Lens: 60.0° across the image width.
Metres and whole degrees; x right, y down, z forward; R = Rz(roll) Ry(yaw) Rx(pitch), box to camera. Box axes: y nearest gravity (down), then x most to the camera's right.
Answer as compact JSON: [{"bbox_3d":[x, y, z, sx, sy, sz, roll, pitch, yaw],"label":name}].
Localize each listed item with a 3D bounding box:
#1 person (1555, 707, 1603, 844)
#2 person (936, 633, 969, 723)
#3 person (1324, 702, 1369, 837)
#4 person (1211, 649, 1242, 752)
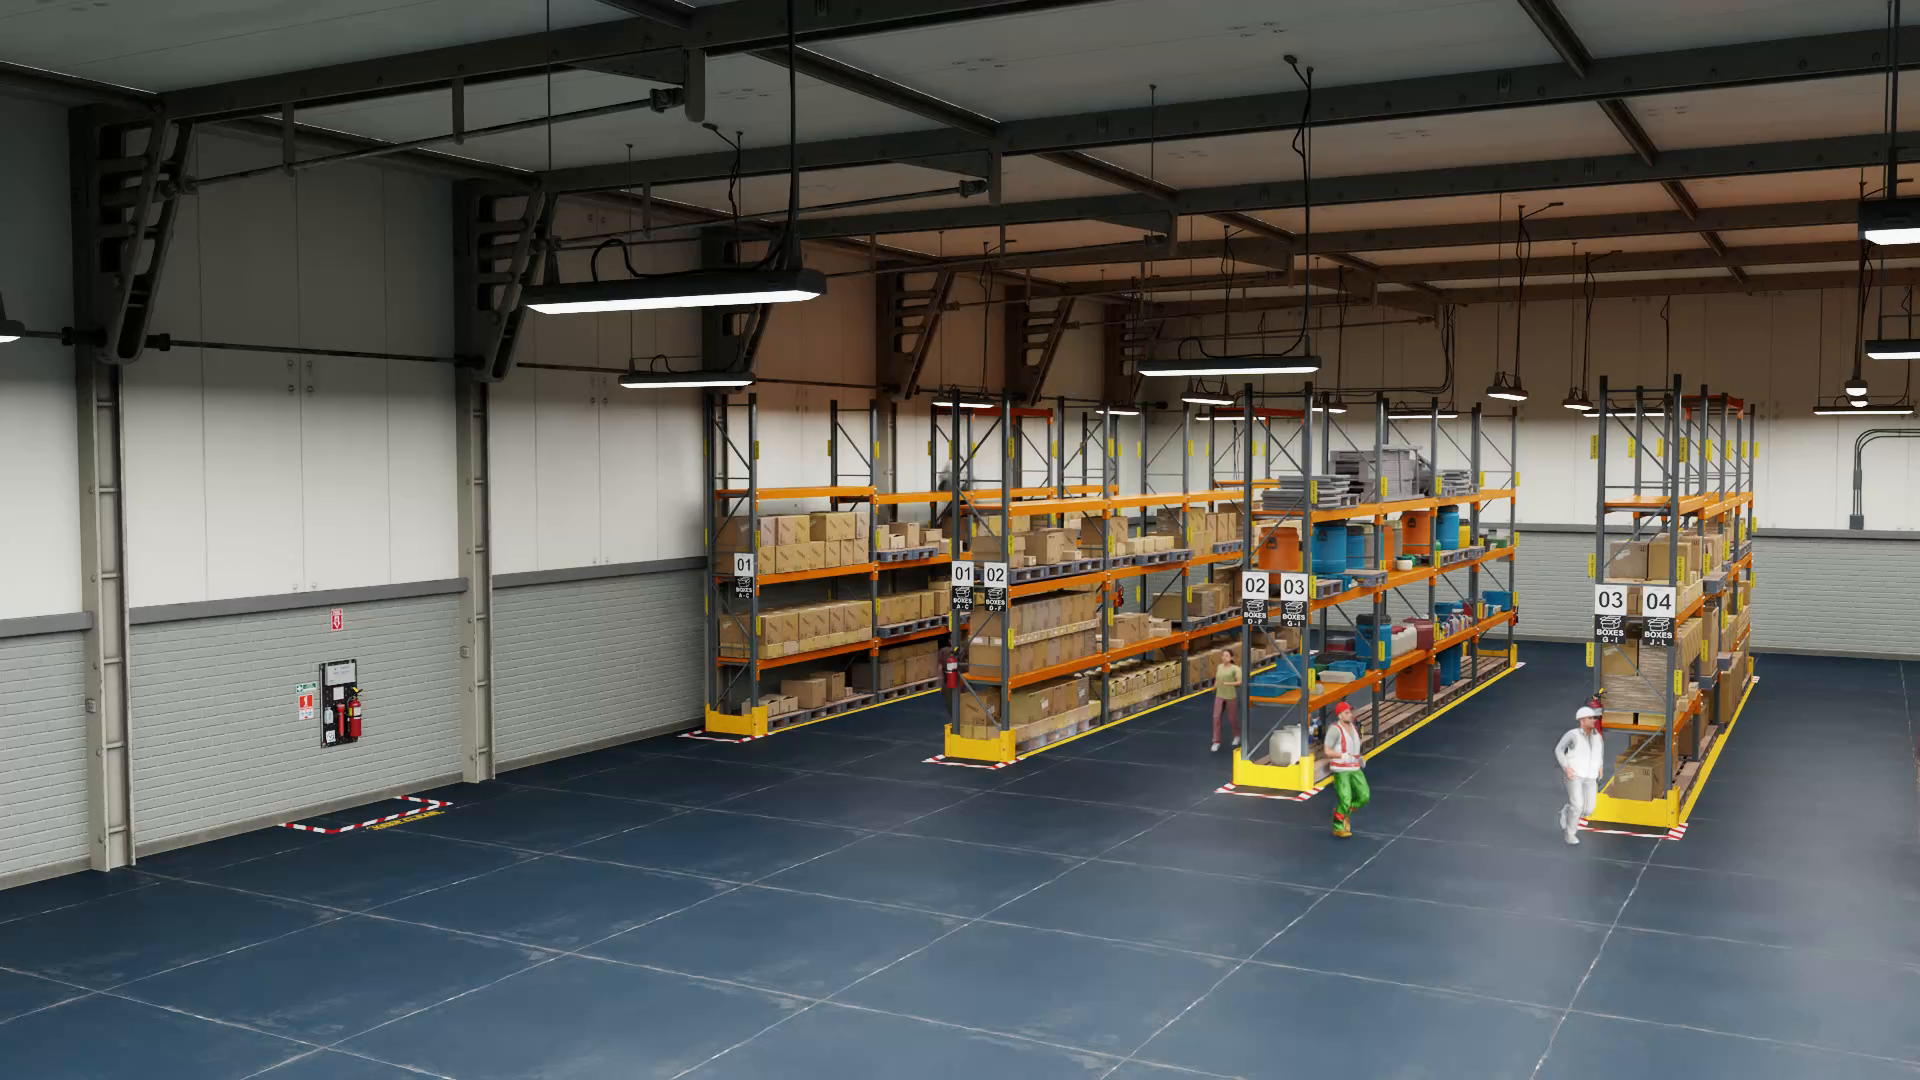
[{"bbox_3d":[7.955,2.997,21.329,0.690,1.708,0.592,-1,3,-11],"label":"person"},{"bbox_3d":[-0.123,2.530,29.522,0.694,1.765,0.675,1,3,20],"label":"person"},{"bbox_3d":[5.017,2.960,21.388,0.644,1.741,0.578,-2,4,-30],"label":"person"},{"bbox_3d":[4.442,2.638,27.694,0.578,1.661,0.948,2,4,32],"label":"person"}]
